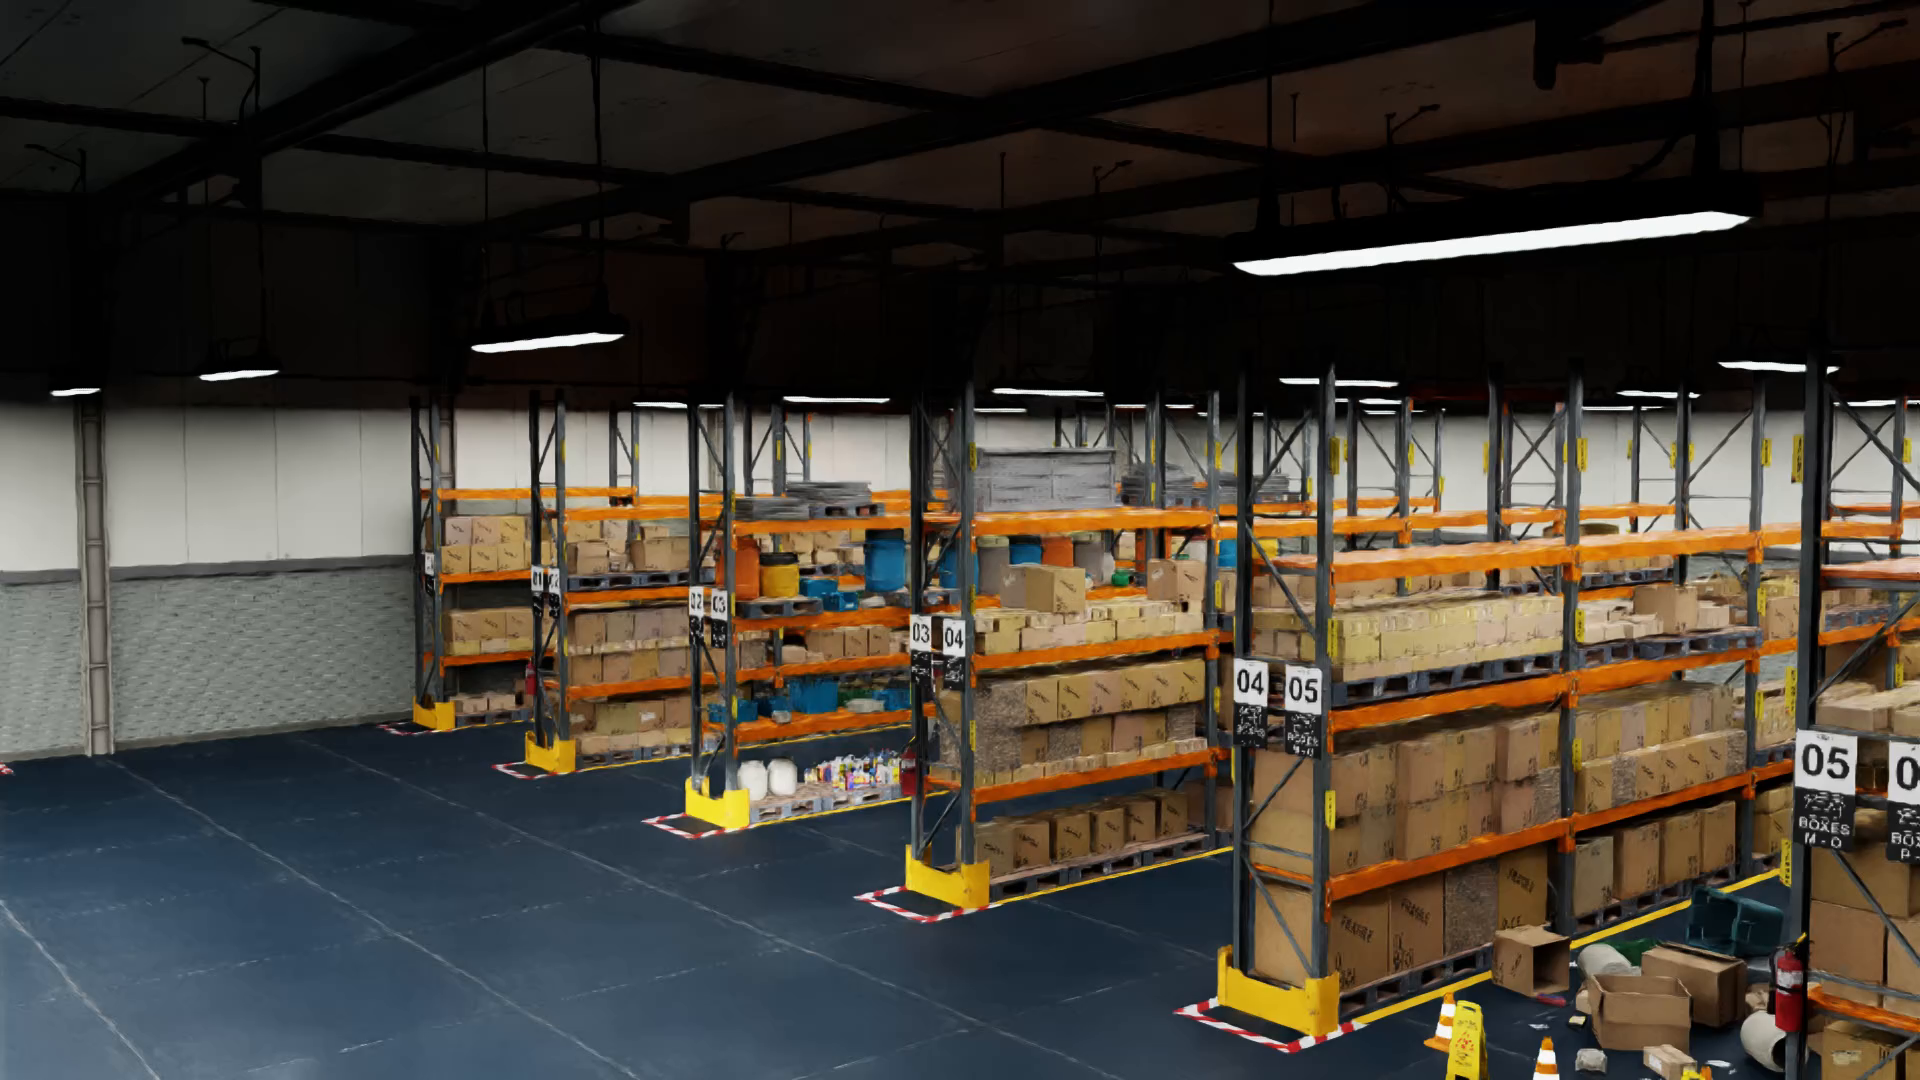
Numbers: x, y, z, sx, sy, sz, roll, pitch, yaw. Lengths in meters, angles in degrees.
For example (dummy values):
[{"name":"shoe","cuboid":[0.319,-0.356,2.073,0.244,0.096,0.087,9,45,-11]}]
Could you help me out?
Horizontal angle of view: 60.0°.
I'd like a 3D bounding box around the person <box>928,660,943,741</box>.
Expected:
[{"name":"person","cuboid":[-0.504,2.589,28.843,0.577,1.716,1.104,3,5,42]}]
